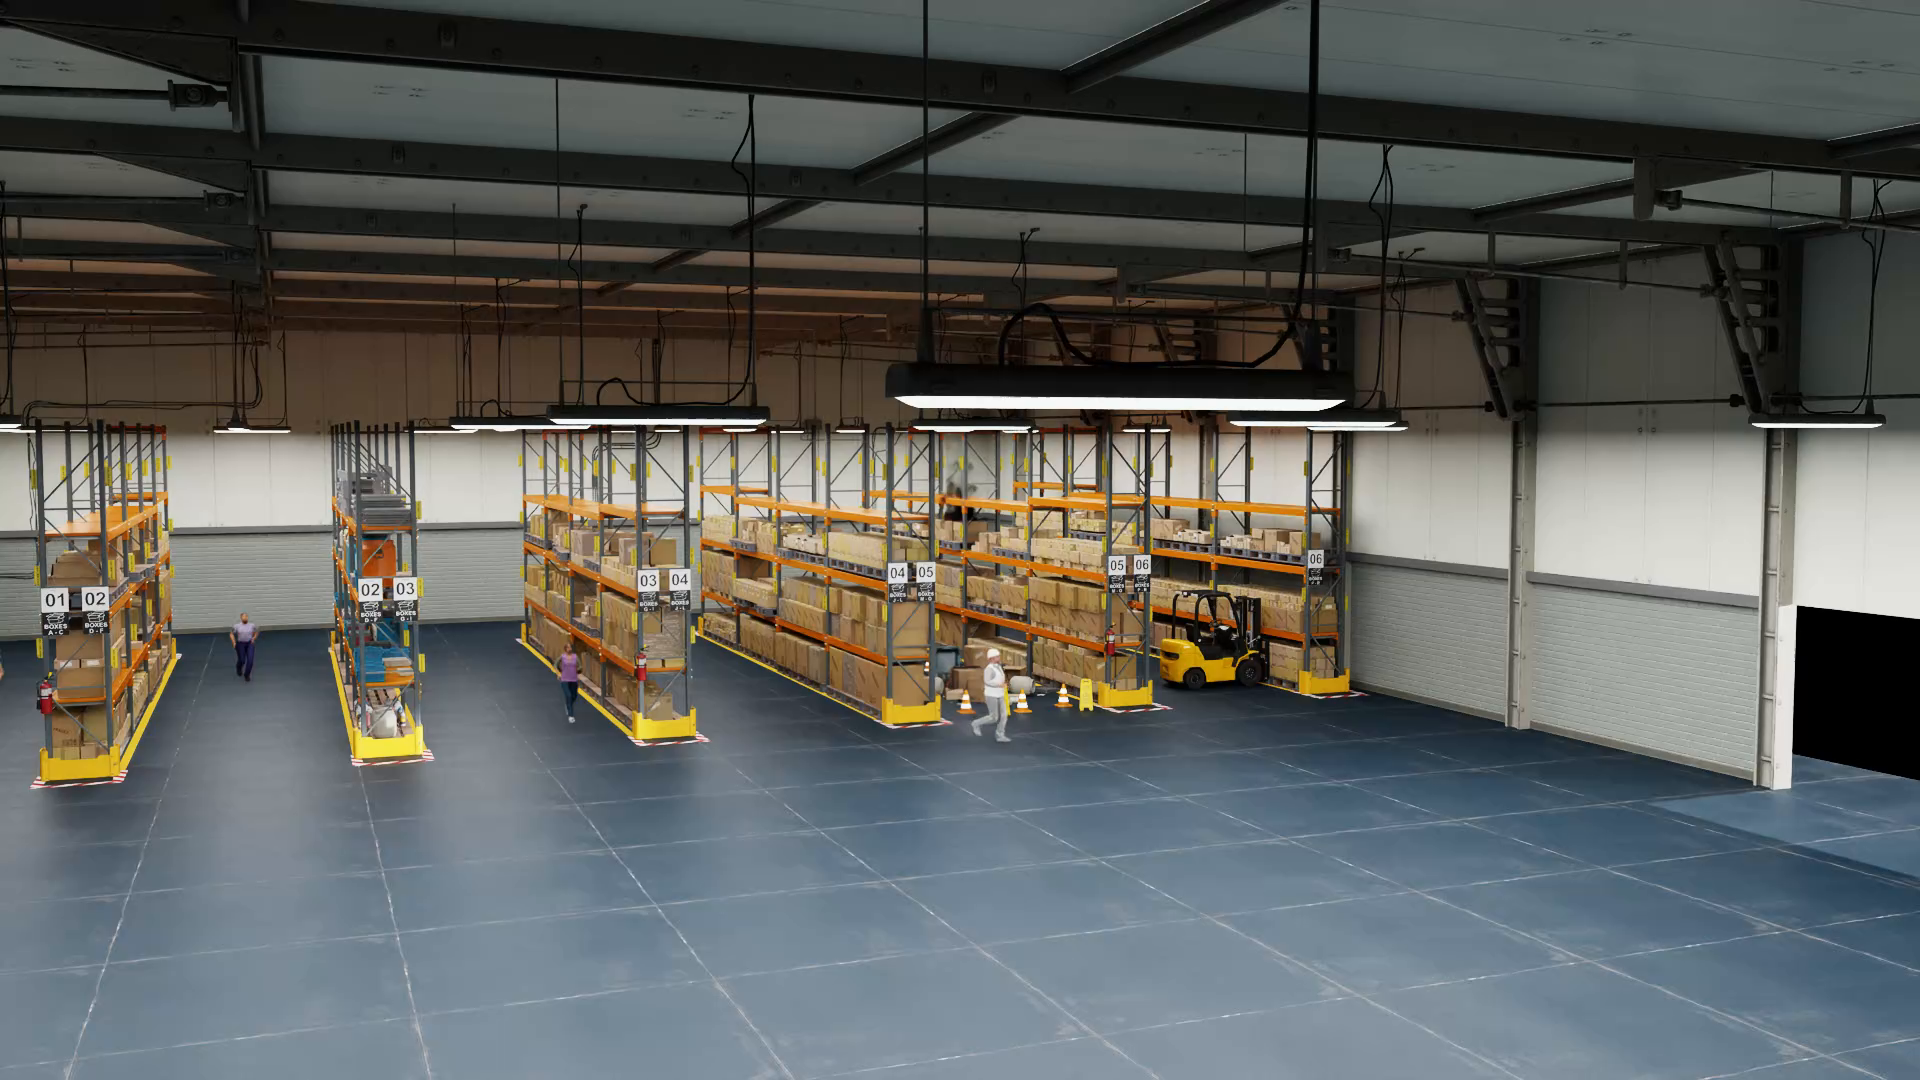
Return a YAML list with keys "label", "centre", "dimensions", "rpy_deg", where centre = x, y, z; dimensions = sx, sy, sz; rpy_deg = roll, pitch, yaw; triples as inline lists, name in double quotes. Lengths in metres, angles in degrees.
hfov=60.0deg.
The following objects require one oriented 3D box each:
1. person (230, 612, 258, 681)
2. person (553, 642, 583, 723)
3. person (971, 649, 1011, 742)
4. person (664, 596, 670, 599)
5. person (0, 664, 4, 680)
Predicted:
- label: "person"
  centre: [-16.744, 2.500, 38.931]
  dimensions: [0.594, 1.606, 0.549]
  rpy_deg: [-2, 4, -33]
- label: "person"
  centre: [-7.848, 2.831, 33.359]
  dimensions: [0.543, 1.576, 0.877]
  rpy_deg: [-2, 4, -28]
- label: "person"
  centre: [0.608, 2.900, 31.130]
  dimensions: [0.786, 1.745, 0.662]
  rpy_deg: [2, 4, 26]
- label: "person"
  centre: [-8.160, 1.975, 46.246]
  dimensions: [0.607, 1.740, 0.741]
  rpy_deg: [-1, 4, -15]
- label: "person"
  centre: [-18.874, 2.897, 32.287]
  dimensions: [0.574, 1.639, 0.585]
  rpy_deg: [-2, 4, -28]
